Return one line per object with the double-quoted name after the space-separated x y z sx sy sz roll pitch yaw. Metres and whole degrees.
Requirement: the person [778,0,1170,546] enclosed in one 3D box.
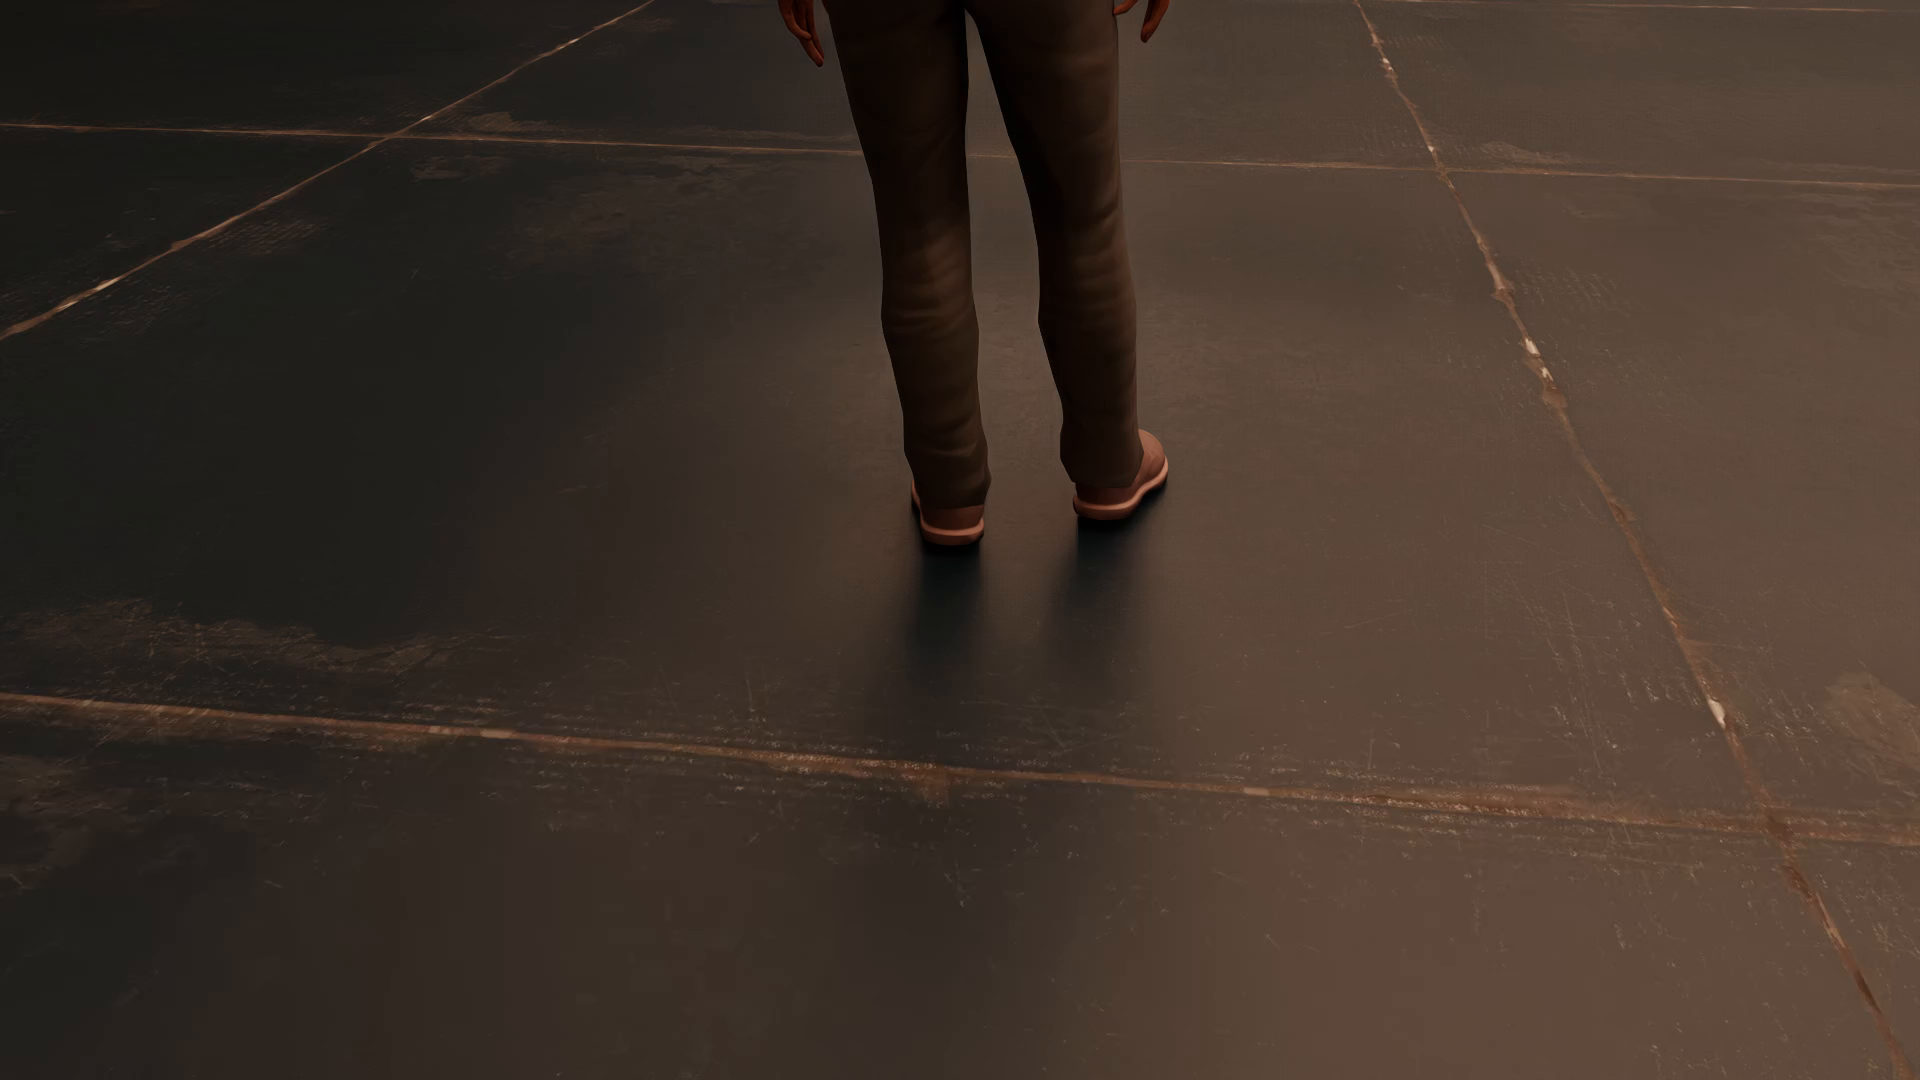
0.032 -0.784 2.203 0.569 1.654 0.504 3 27 7 "person"
